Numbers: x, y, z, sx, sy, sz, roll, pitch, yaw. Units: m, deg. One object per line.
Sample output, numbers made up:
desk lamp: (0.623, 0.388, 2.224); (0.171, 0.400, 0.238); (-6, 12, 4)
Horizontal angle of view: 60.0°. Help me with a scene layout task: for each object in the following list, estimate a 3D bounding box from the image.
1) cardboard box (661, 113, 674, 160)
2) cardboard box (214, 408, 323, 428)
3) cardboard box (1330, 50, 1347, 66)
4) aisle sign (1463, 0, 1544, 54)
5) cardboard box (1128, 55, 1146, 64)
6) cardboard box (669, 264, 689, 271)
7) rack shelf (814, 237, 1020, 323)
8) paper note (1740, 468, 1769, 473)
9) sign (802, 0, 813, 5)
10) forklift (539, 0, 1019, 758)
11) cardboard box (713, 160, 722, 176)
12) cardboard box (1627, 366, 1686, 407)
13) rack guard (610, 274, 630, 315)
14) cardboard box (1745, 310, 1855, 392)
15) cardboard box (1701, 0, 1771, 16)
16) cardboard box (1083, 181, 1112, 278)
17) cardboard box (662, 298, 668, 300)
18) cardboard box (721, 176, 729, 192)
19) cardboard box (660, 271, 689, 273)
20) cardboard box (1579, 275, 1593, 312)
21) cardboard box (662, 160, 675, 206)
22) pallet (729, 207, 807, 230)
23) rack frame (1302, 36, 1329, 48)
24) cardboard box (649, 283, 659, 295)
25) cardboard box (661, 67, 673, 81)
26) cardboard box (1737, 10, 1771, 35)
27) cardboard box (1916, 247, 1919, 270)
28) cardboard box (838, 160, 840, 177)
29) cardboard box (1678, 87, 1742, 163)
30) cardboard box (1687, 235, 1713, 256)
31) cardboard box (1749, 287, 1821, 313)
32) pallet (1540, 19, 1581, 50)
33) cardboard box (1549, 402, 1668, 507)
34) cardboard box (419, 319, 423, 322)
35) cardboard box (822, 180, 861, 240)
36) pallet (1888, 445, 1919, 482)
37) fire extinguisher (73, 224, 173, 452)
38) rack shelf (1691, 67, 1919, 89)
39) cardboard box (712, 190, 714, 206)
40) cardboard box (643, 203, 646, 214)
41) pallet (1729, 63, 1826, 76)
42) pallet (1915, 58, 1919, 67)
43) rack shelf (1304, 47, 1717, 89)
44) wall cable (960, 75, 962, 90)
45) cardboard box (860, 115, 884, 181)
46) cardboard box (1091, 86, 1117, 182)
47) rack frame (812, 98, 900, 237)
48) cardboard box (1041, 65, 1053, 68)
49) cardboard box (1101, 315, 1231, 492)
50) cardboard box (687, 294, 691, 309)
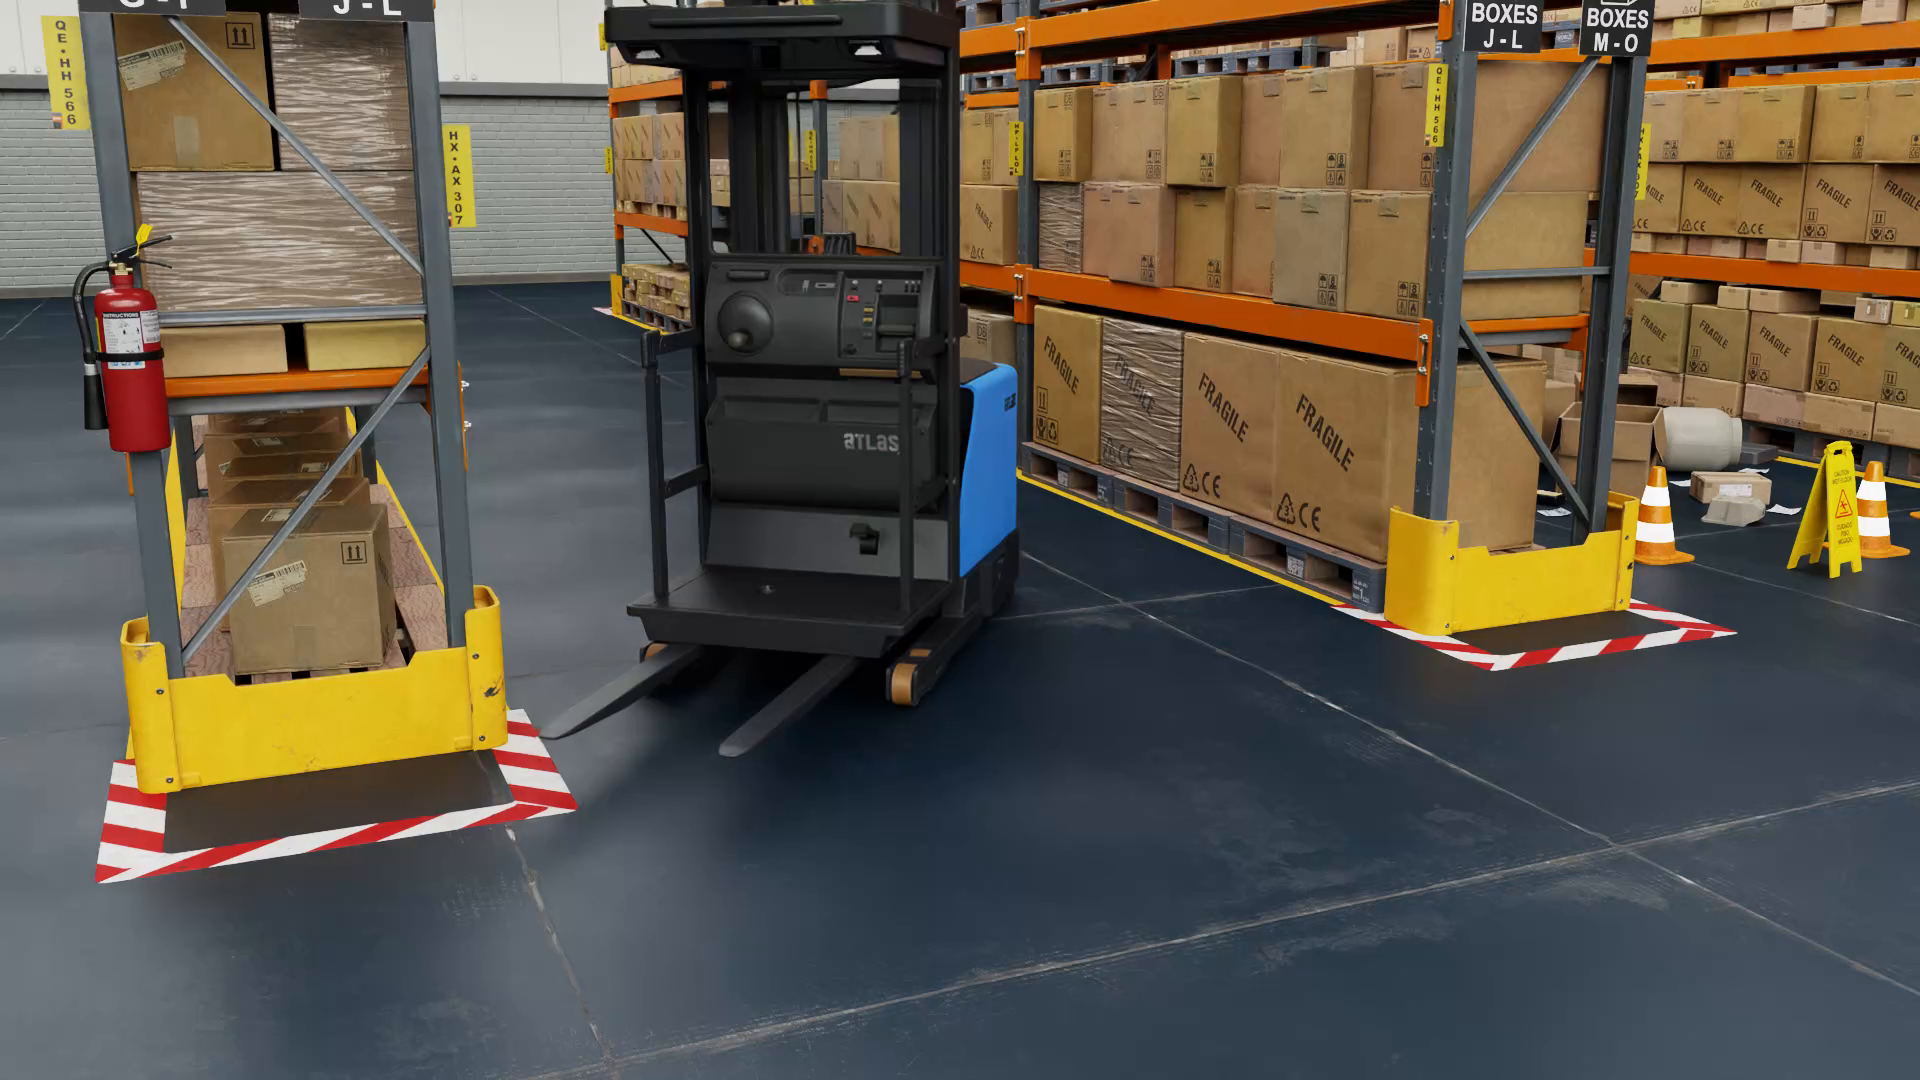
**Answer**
cardboard box: (-3.005, -4.479, 18.473); (0.500, 0.500, 0.500); (-6, 14, -25)
cardboard box: (-3.614, -0.440, 8.732); (0.500, 0.500, 0.500); (-6, 14, -25)
cardboard box: (3.711, -4.520, 15.651); (0.380, 0.149, 0.250); (-6, 14, -23)
aisle sign: (2.203, -2.365, 6.671); (0.394, 0.787, 0.004); (-6, 14, -23)
cardboard box: (2.225, -5.594, 18.582); (0.500, 0.500, 0.500); (-6, 14, -24)
cardboard box: (-3.467, -3.408, 21.014); (0.380, 0.149, 0.250); (-5, 14, -22)
rack shelf: (0.046, -2.030, 12.582); (1.077, 0.370, 4.000); (-6, 14, -23)
paper note: (5.140, -0.454, 10.764); (0.142, 0.019, 0.148); (-12, 18, -42)
sign: (-1.253, -4.458, 13.680); (0.100, 0.325, 0.005); (-6, 14, -23)
forklift: (-0.604, -0.903, 6.271); (1.130, 2.935, 3.031); (4, 13, 15)
cardboard box: (-2.202, -3.654, 16.311); (0.380, 0.149, 0.250); (-6, 14, -23)
cardboard box: (5.332, -1.153, 12.368); (0.500, 0.250, 0.500); (-6, 14, -26)
rack guard: (-3.929, -3.212, 21.641); (1.175, 0.500, 0.348); (-6, 14, -23)
cardboard box: (5.763, -1.302, 11.347); (0.500, 0.500, 0.500); (-5, 14, -20)
cardboard box: (5.483, -3.747, 11.426); (0.500, 0.250, 0.500); (-6, 14, -23)
cardboard box: (1.247, -1.853, 9.892); (0.875, 0.550, 0.550); (-6, 14, -23)
cardboard box: (-3.284, -2.759, 19.531); (0.380, 0.149, 0.250); (-5, 14, -22)
cardboard box: (-2.091, -3.453, 16.104); (0.380, 0.149, 0.250); (-6, 14, -24)
cardboard box: (-3.327, -3.099, 19.680); (0.380, 0.149, 0.250); (-6, 14, -23)
cardboard box: (7.518, -2.977, 19.694); (0.500, 0.500, 0.500); (-5, 14, -21)
cardboard box: (-3.017, -3.995, 18.597); (0.500, 0.500, 0.500); (-6, 14, -25)
pallet: (-1.585, -3.105, 16.059); (1.003, 0.211, 1.213); (-6, 14, -23)
rack frame: (3.740, -6.184, 15.632); (1.000, 3.000, 0.127); (-6, 14, -23)
cardboard box: (-3.551, -3.062, 20.178); (0.380, 0.149, 0.250); (-6, 14, -26)
cardboard box: (-2.990, -5.189, 18.318); (0.500, 0.250, 0.500); (-6, 14, -23)
cardboard box: (5.561, -3.532, 11.381); (0.380, 0.149, 0.250); (-5, 14, -21)
cardboard box: (6.208, -1.757, 10.367); (0.380, 0.149, 0.250); (-5, 14, -22)
cardboard box: (-0.872, -3.333, 14.927); (0.380, 0.149, 0.250); (-6, 14, -24)
cardboard box: (5.505, -2.898, 11.638); (0.700, 0.500, 0.500); (-6, 14, -23)
cardboard box: (5.458, -2.119, 11.929); (0.380, 0.149, 0.250); (-6, 14, -23)
cardboard box: (5.645, -1.642, 11.378); (0.380, 0.149, 0.250); (-5, 14, -20)
pallet: (5.193, -3.942, 13.013); (1.213, 0.211, 1.003); (-6, 14, -23)
cardboard box: (3.922, -0.526, 10.028); (0.637, 0.503, 0.797); (6, 14, 26)
cardboard box: (-2.114, -0.725, 5.906); (0.380, 0.149, 0.250); (-6, 14, -23)
cardboard box: (-0.822, -2.725, 13.769); (0.500, 0.500, 0.500); (-5, 14, -22)
pallet: (6.621, -0.437, 10.288); (1.003, 0.211, 1.213); (-6, 14, -23)
fire extinguisher: (-2.512, -0.610, 5.026); (0.296, 0.674, 0.183); (-6, 14, -23)
rack shelf: (9.088, -4.408, 16.206); (1.077, 0.370, 4.000); (-6, 14, -23)
cardboard box: (-2.308, -3.418, 16.612); (0.380, 0.149, 0.250); (-5, 14, -22)
cardboard box: (-3.616, -4.018, 20.137); (0.380, 0.149, 0.250); (-6, 14, -24)
pallet: (8.641, -4.948, 17.361); (1.213, 0.211, 1.003); (-5, 14, -20)
pallet: (9.524, -4.433, 15.143); (0.805, 0.209, 1.217); (-6, 14, -25)
rack shelf: (4.541, -3.959, 14.266); (1.077, 0.370, 4.000); (-6, 14, -23)
wall cable: (1.257, -9.316, 29.081); (2.988, 3.039, 0.133); (-6, 14, -23)
cardboard box: (-0.380, -3.131, 13.306); (0.700, 0.500, 0.500); (-6, 14, -24)
cardboard box: (1.291, -2.383, 9.788); (0.875, 0.550, 0.550); (-6, 14, -23)
rack frame: (-0.755, -2.793, 14.286); (1.000, 3.000, 0.127); (-6, 14, -23)
cardboard box: (1.206, -6.247, 21.183); (0.500, 0.500, 0.500); (-5, 14, -22)
cardboard box: (1.400, -0.814, 9.516); (0.875, 0.875, 0.875); (-6, 14, -23)
cardboard box: (-2.774, -2.617, 18.254); (0.380, 0.149, 0.250); (-5, 14, -22)
